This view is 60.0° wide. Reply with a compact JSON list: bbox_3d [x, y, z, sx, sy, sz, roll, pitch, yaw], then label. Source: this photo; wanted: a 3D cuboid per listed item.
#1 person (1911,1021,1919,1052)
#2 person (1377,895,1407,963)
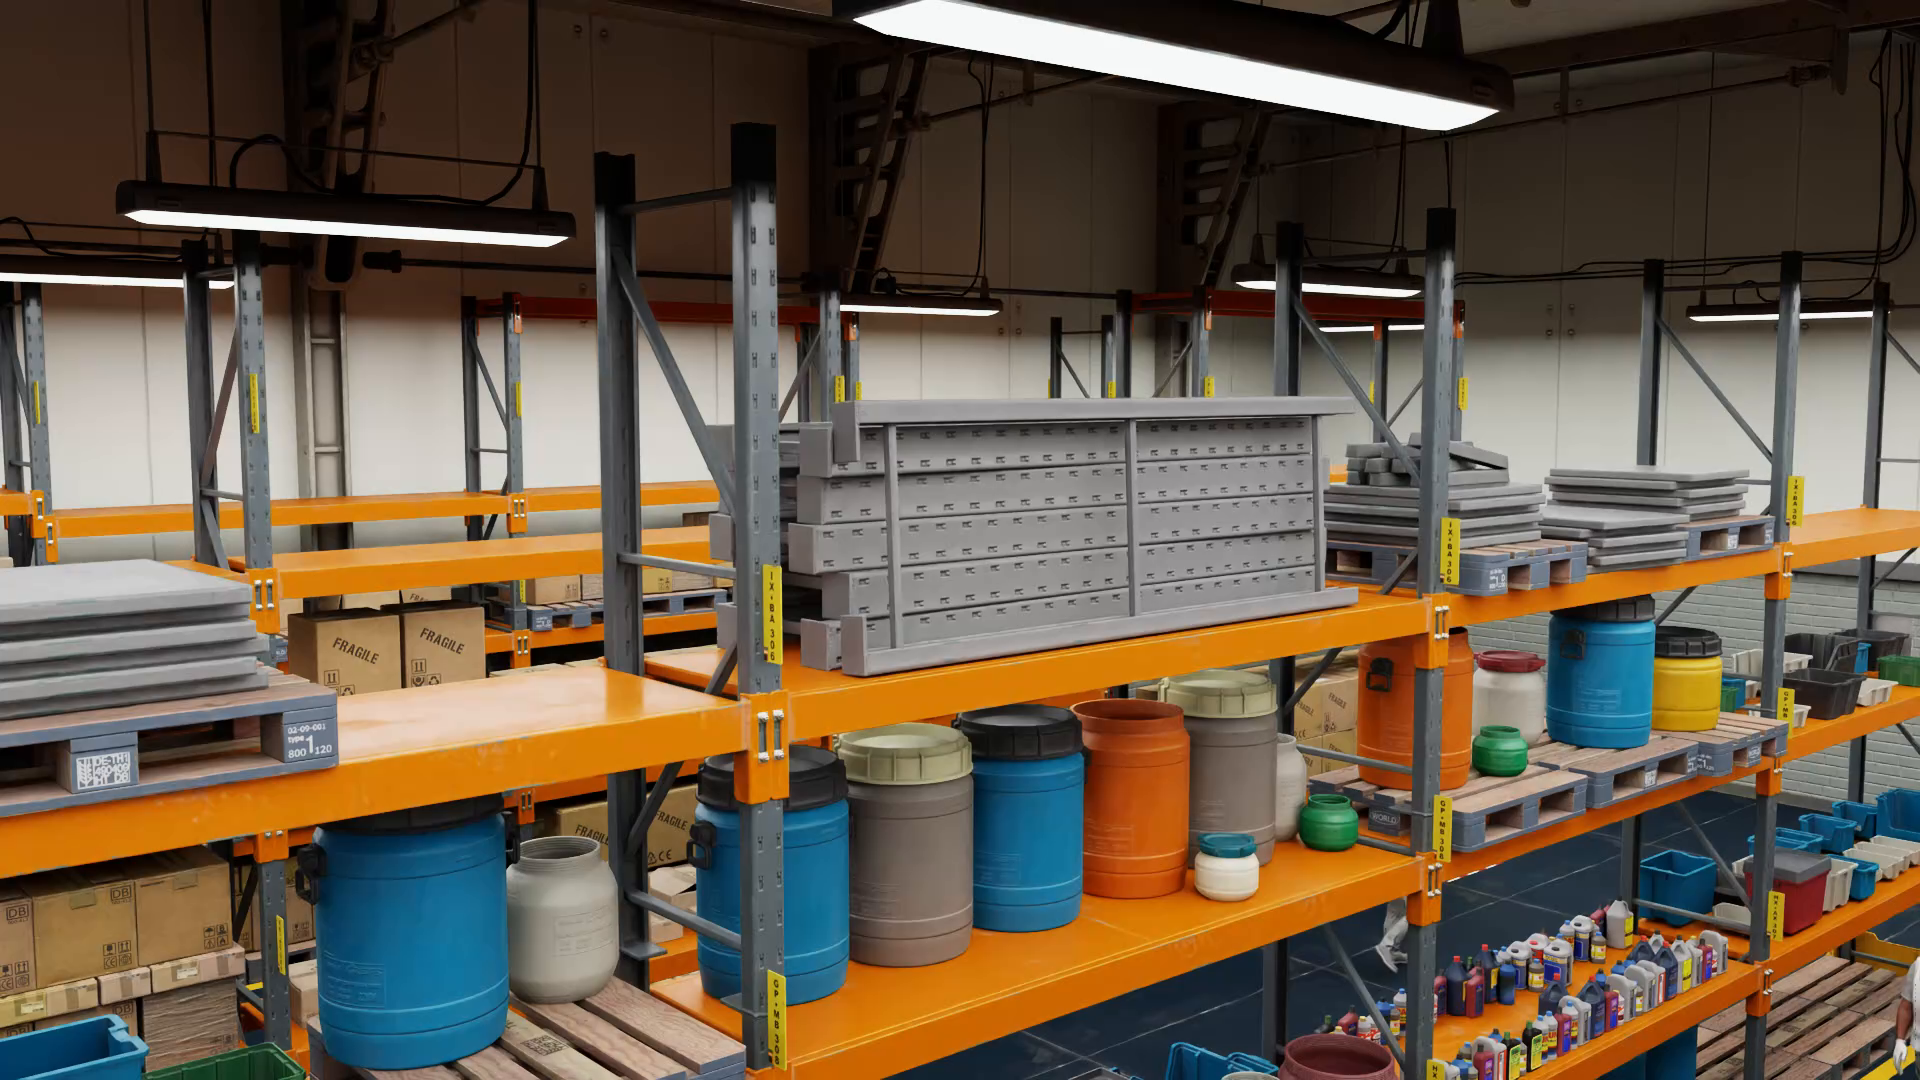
[{"bbox_3d":[6.302,2.946,10.547,0.379,1.103,0.602,1,5,8],"label":"person"},{"bbox_3d":[3.926,2.979,14.773,0.577,1.691,0.376,3,6,29],"label":"person"}]
